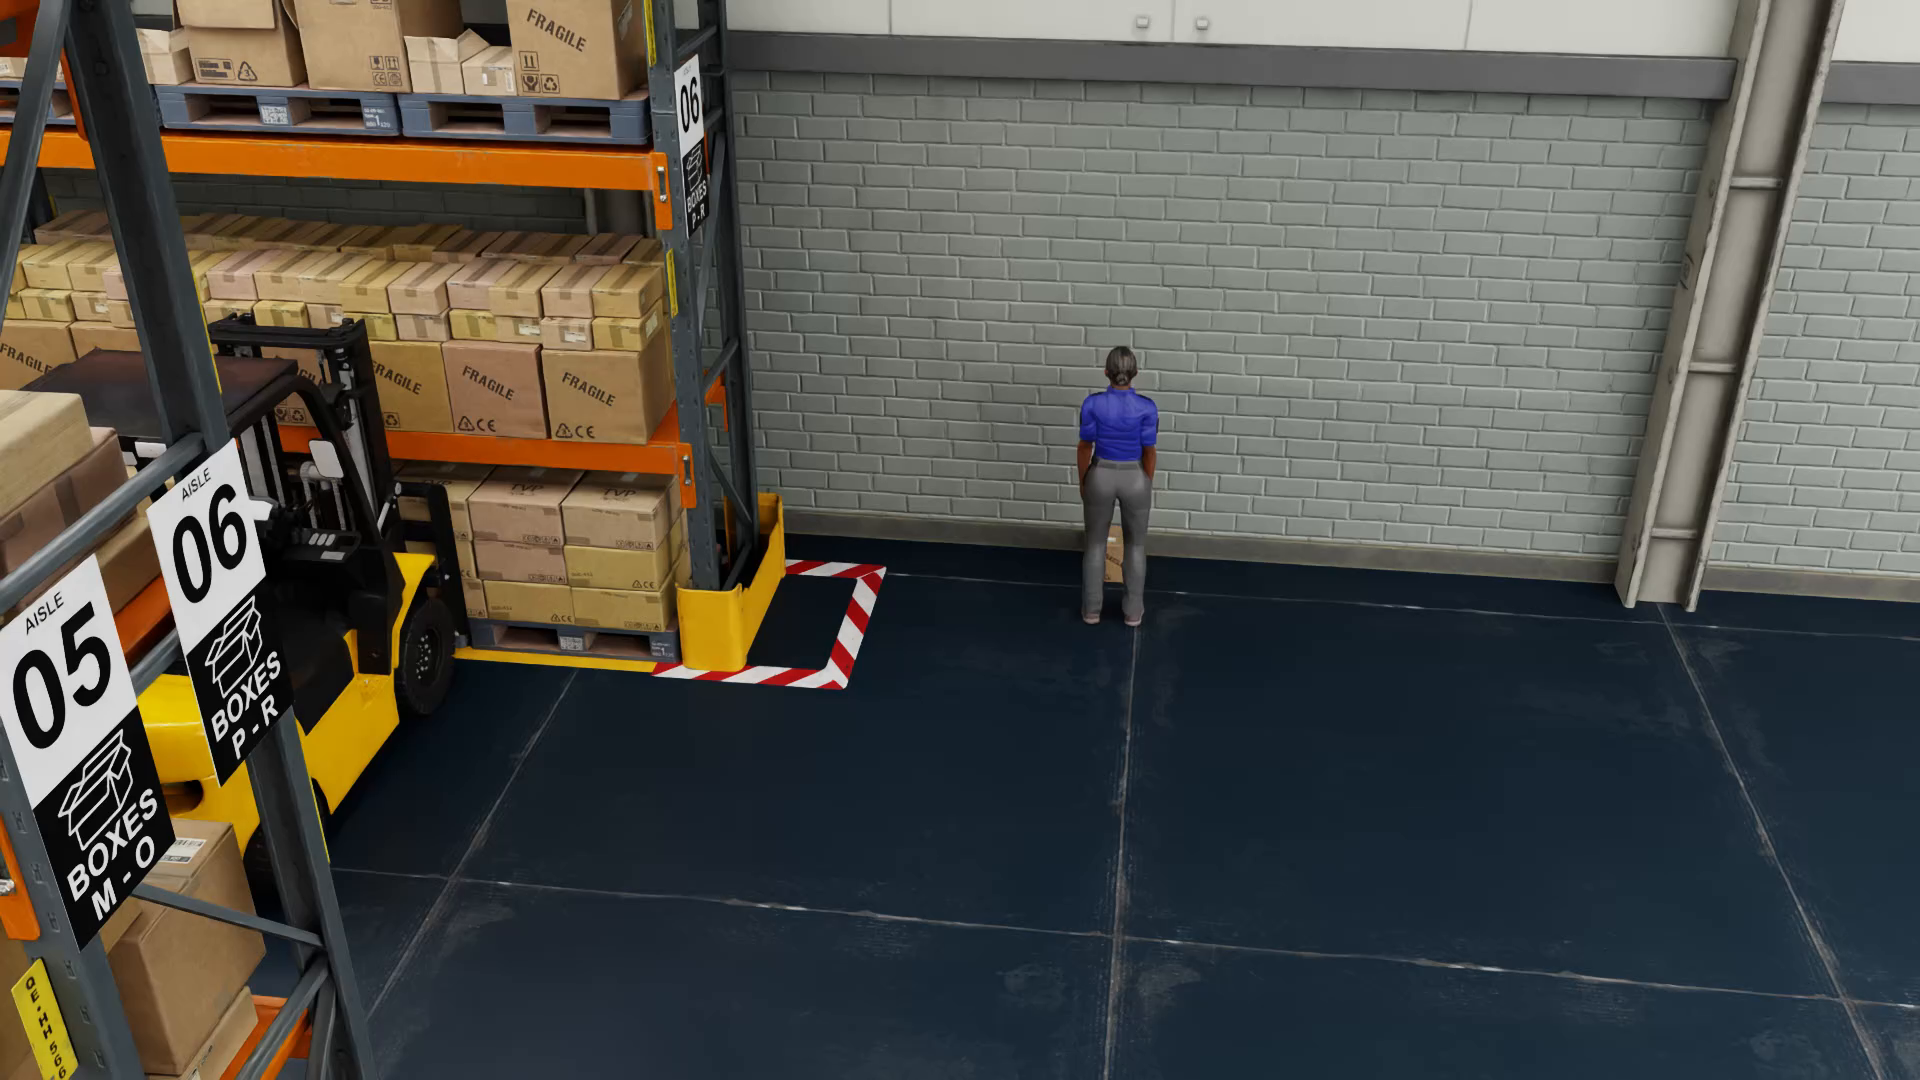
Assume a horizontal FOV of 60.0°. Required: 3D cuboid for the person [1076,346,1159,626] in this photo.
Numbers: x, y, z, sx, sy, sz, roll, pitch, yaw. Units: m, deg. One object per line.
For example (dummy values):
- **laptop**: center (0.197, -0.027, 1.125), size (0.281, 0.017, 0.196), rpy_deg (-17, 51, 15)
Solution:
- **person**: center (0.855, -0.294, 9.184), size (0.438, 1.664, 0.304), rpy_deg (4, 29, 7)
